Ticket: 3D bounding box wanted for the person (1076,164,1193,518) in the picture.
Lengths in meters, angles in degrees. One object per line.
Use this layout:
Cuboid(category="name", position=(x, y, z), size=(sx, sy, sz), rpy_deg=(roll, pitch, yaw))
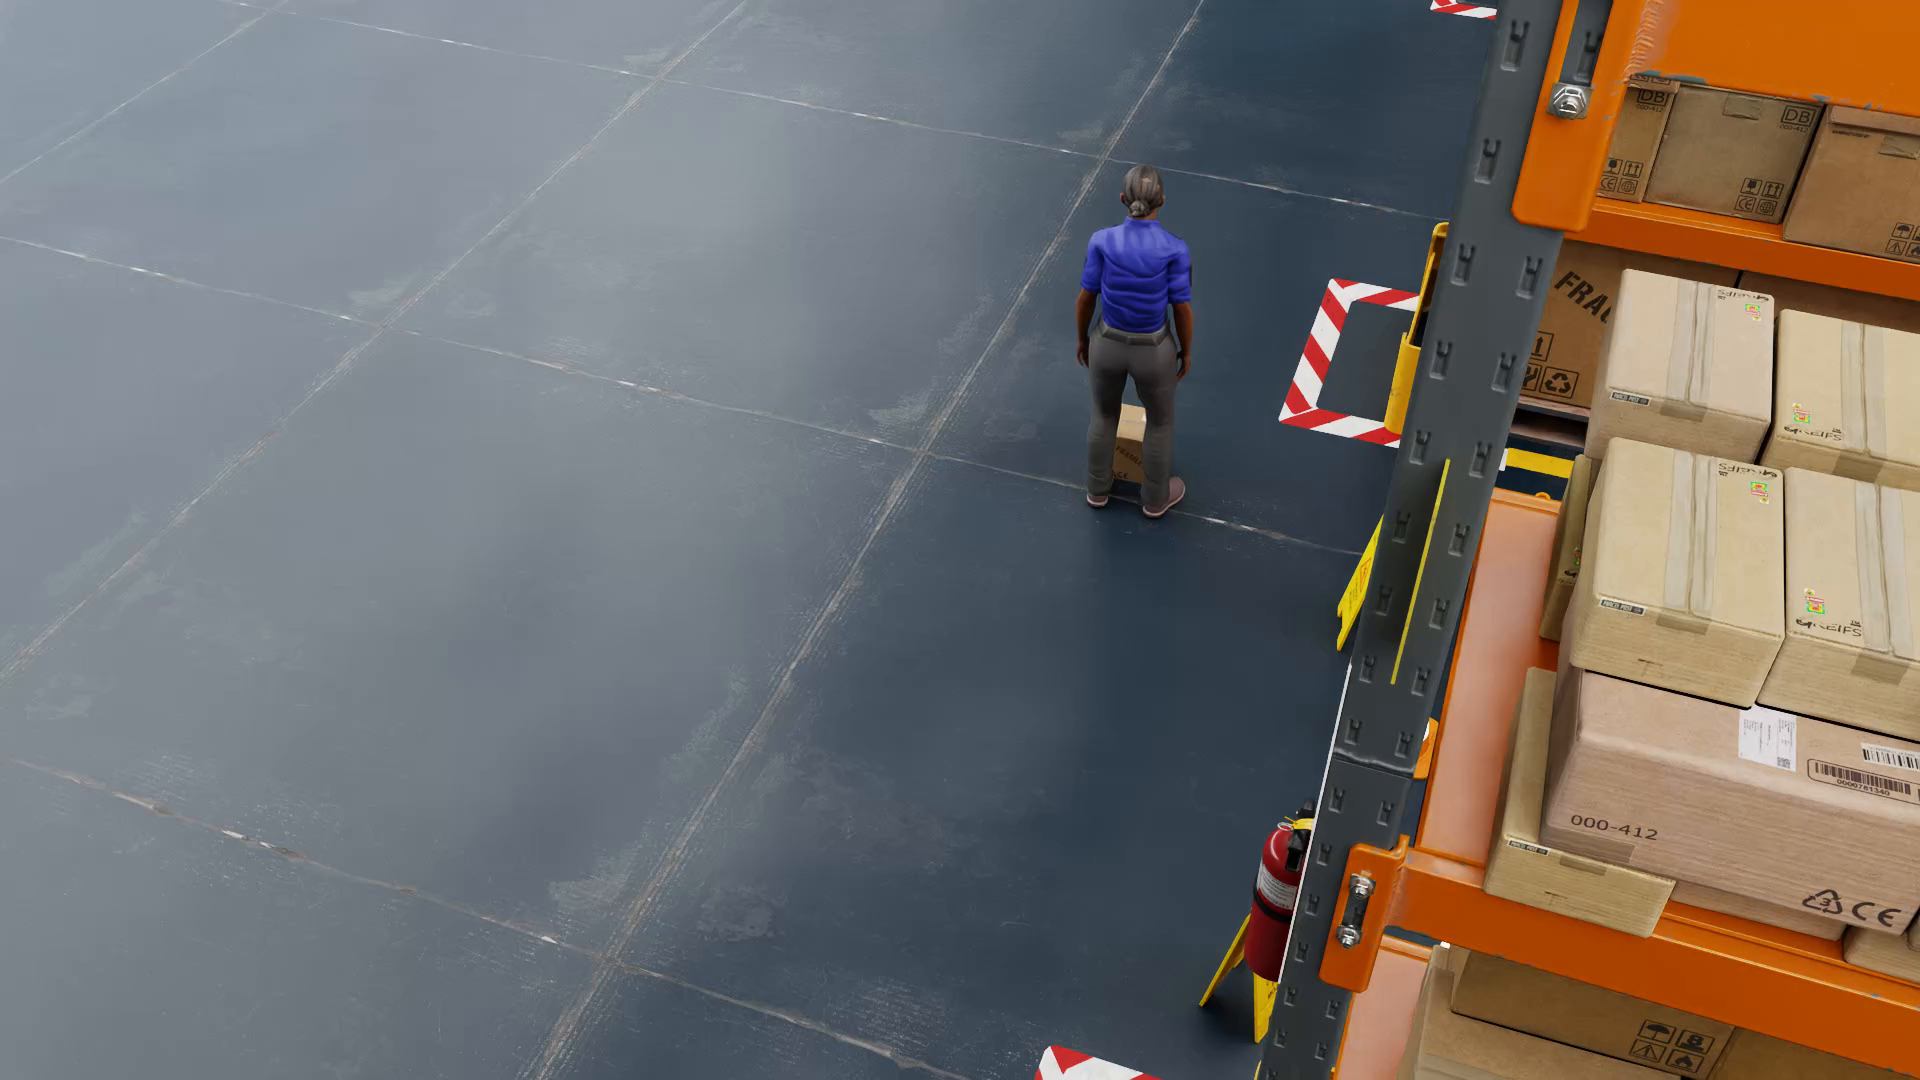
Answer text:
Cuboid(category="person", position=(0.751, -0.815, 7.077), size=(0.530, 1.654, 0.352), rpy_deg=(11, 43, 12))
